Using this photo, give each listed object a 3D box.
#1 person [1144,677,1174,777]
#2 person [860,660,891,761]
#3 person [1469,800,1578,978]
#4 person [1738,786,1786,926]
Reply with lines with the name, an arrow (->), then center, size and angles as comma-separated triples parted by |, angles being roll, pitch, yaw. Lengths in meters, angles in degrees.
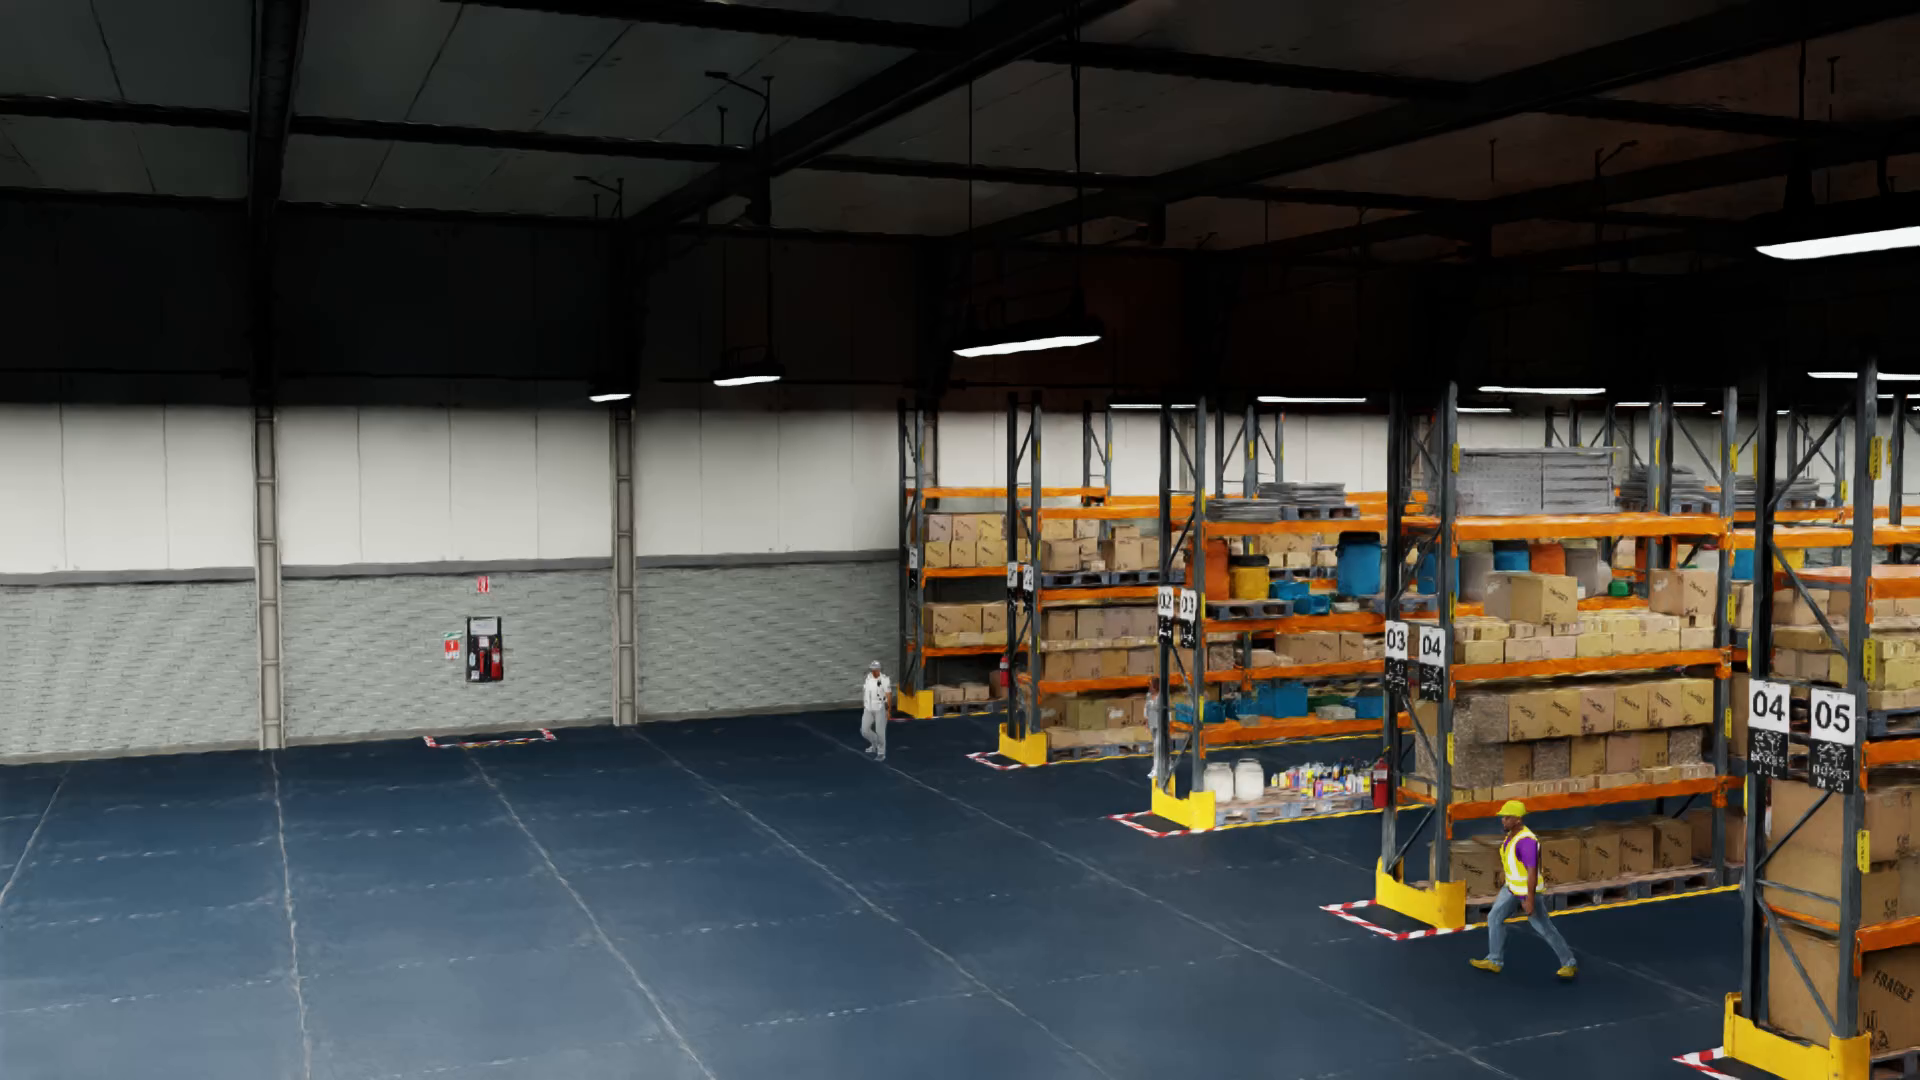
person -> 3.073, 2.897, 25.829 | 0.452, 1.499, 0.881 | 3, 5, 43
person -> -1.351, 2.755, 27.088 | 0.559, 1.657, 0.571 | 2, 4, 29
person -> 5.477, 3.372, 16.090 | 0.970, 1.712, 0.616 | 0, 3, -3
person -> 8.444, 3.341, 17.412 | 0.507, 1.618, 0.580 | -2, 4, -24
